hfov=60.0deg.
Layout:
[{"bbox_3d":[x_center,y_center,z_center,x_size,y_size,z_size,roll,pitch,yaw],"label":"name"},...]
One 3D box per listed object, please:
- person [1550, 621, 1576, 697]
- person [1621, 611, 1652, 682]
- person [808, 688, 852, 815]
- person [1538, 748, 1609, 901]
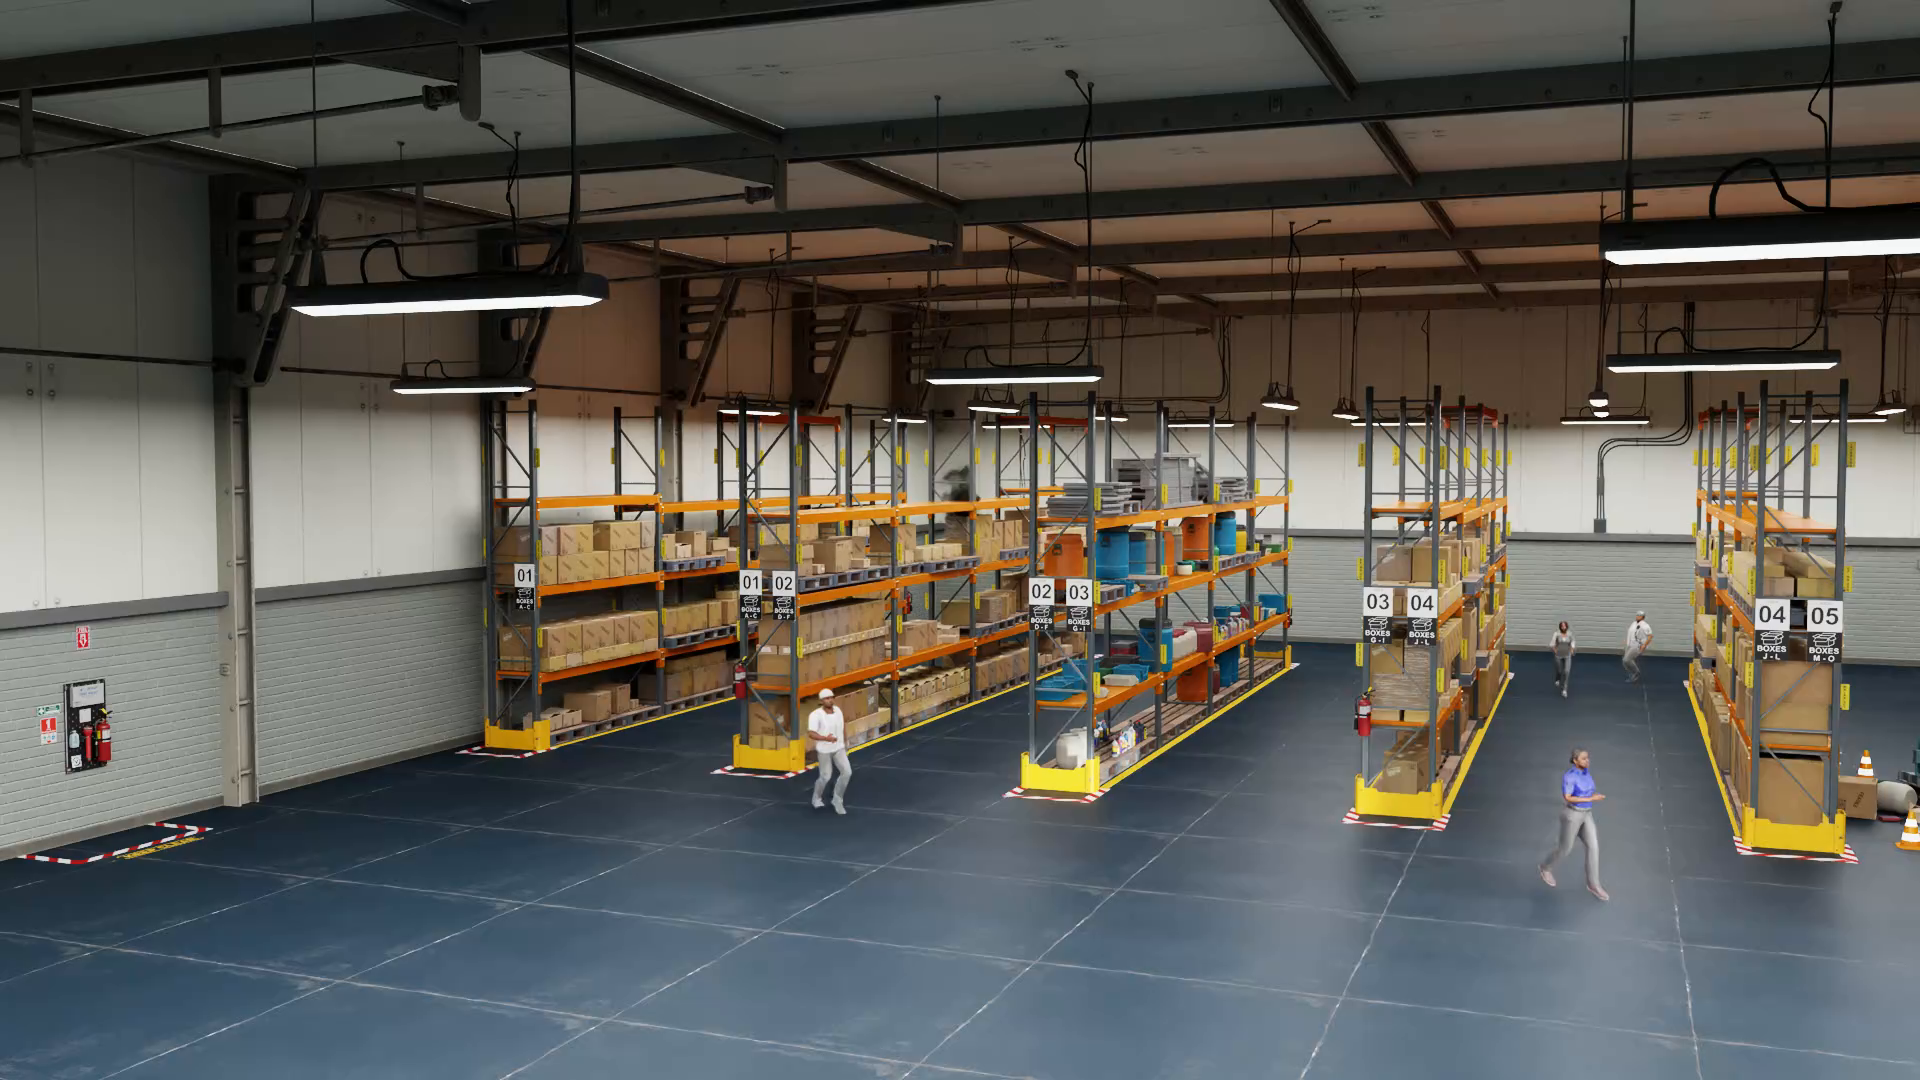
[{"bbox_3d":[12.739,2.481,35.158,0.528,1.583,0.826,1,3,13],"label":"person"},{"bbox_3d":[15.021,2.377,37.073,0.528,1.616,0.659,-1,3,-11],"label":"person"},{"bbox_3d":[-1.826,2.985,23.483,0.707,1.790,0.734,-2,3,-35],"label":"person"},{"bbox_3d":[7.049,3.215,19.081,0.577,1.686,0.873,-2,3,-32],"label":"person"}]
